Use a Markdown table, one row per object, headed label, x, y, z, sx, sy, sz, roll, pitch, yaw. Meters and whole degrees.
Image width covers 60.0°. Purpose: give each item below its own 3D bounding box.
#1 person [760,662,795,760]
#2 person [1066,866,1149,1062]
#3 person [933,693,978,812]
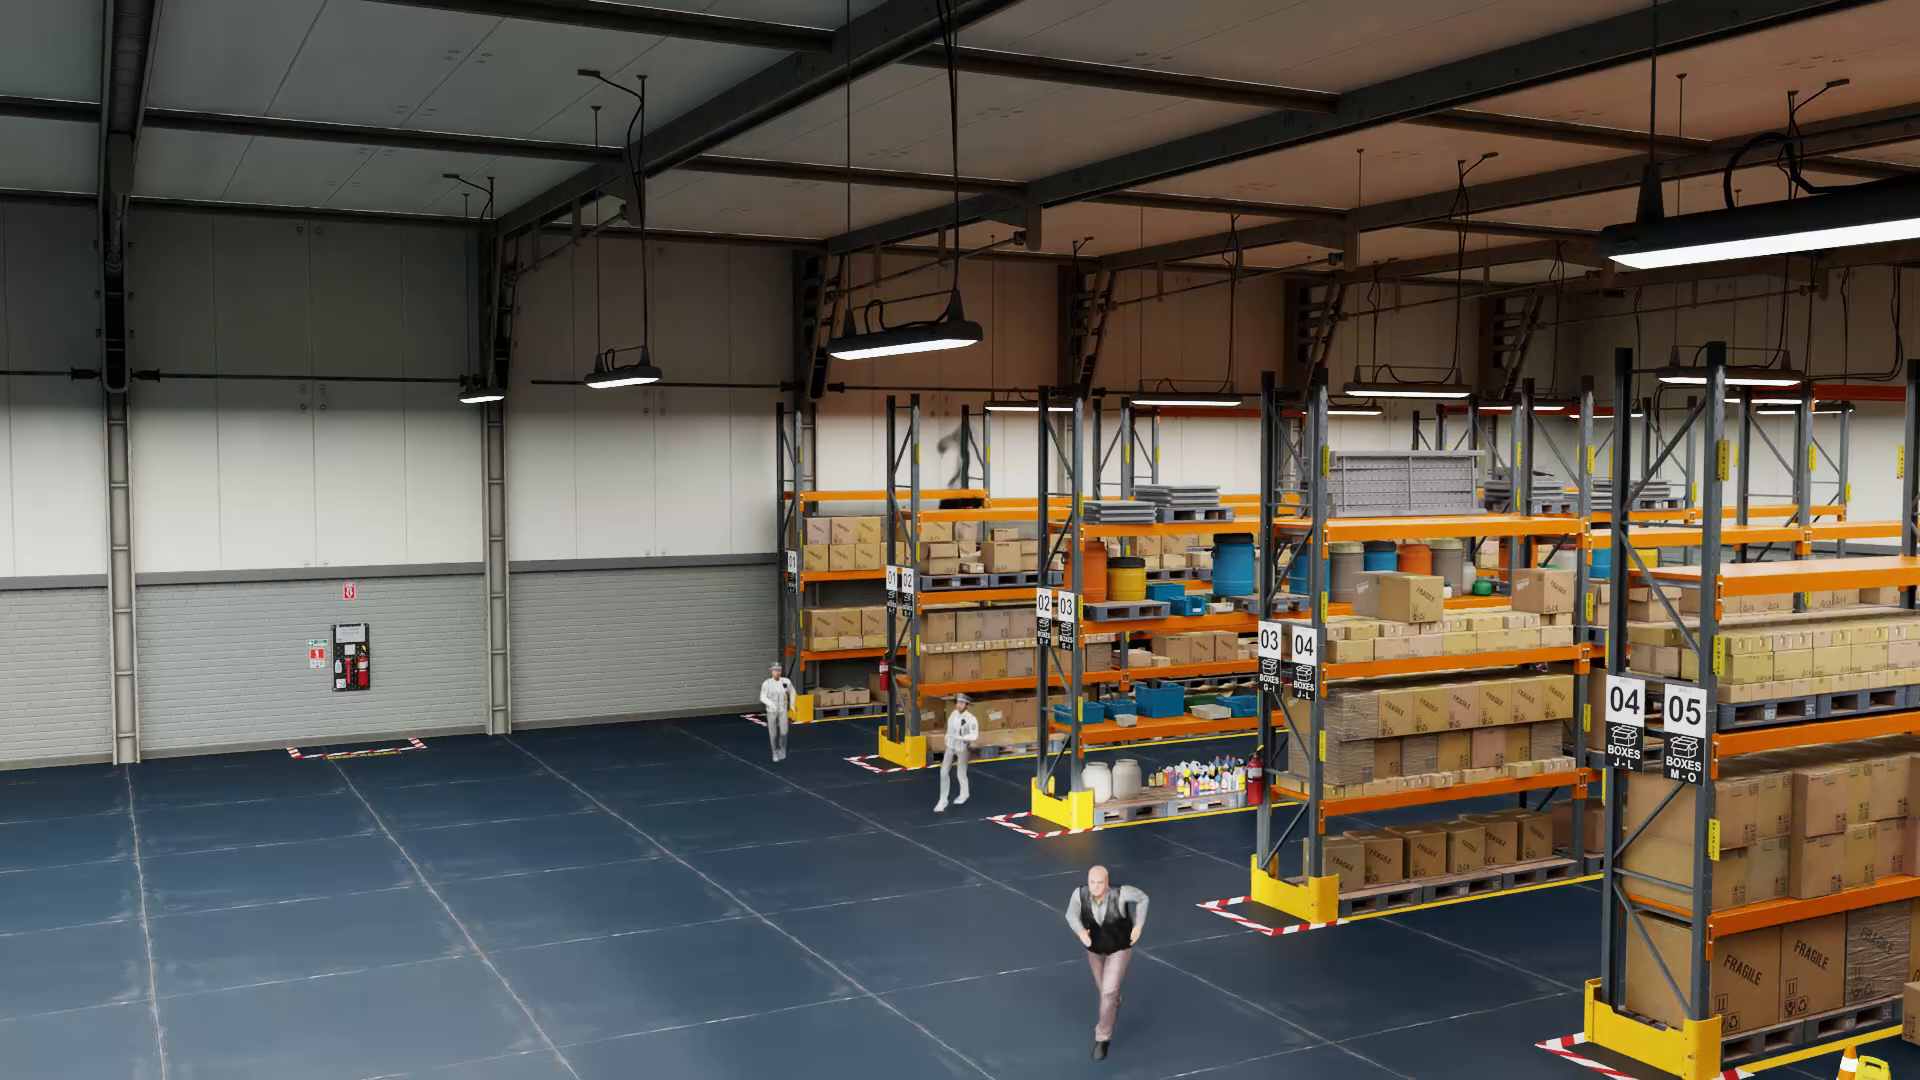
| label | x | y | z | sx | sy | sz | roll | pitch | yaw |
| --- | --- | --- | --- | --- | --- | --- | --- | --- | --- |
| person | -2.953 | 2.796 | 27.058 | 0.584 | 1.649 | 0.675 | -1 | 3 | -10 |
| person | 1.289 | 3.559 | 14.354 | 0.701 | 1.681 | 0.994 | 1 | 3 | 16 |
| person | 0.042 | 3.010 | 23.602 | 0.619 | 1.735 | 0.706 | 2 | 4 | 31 |
